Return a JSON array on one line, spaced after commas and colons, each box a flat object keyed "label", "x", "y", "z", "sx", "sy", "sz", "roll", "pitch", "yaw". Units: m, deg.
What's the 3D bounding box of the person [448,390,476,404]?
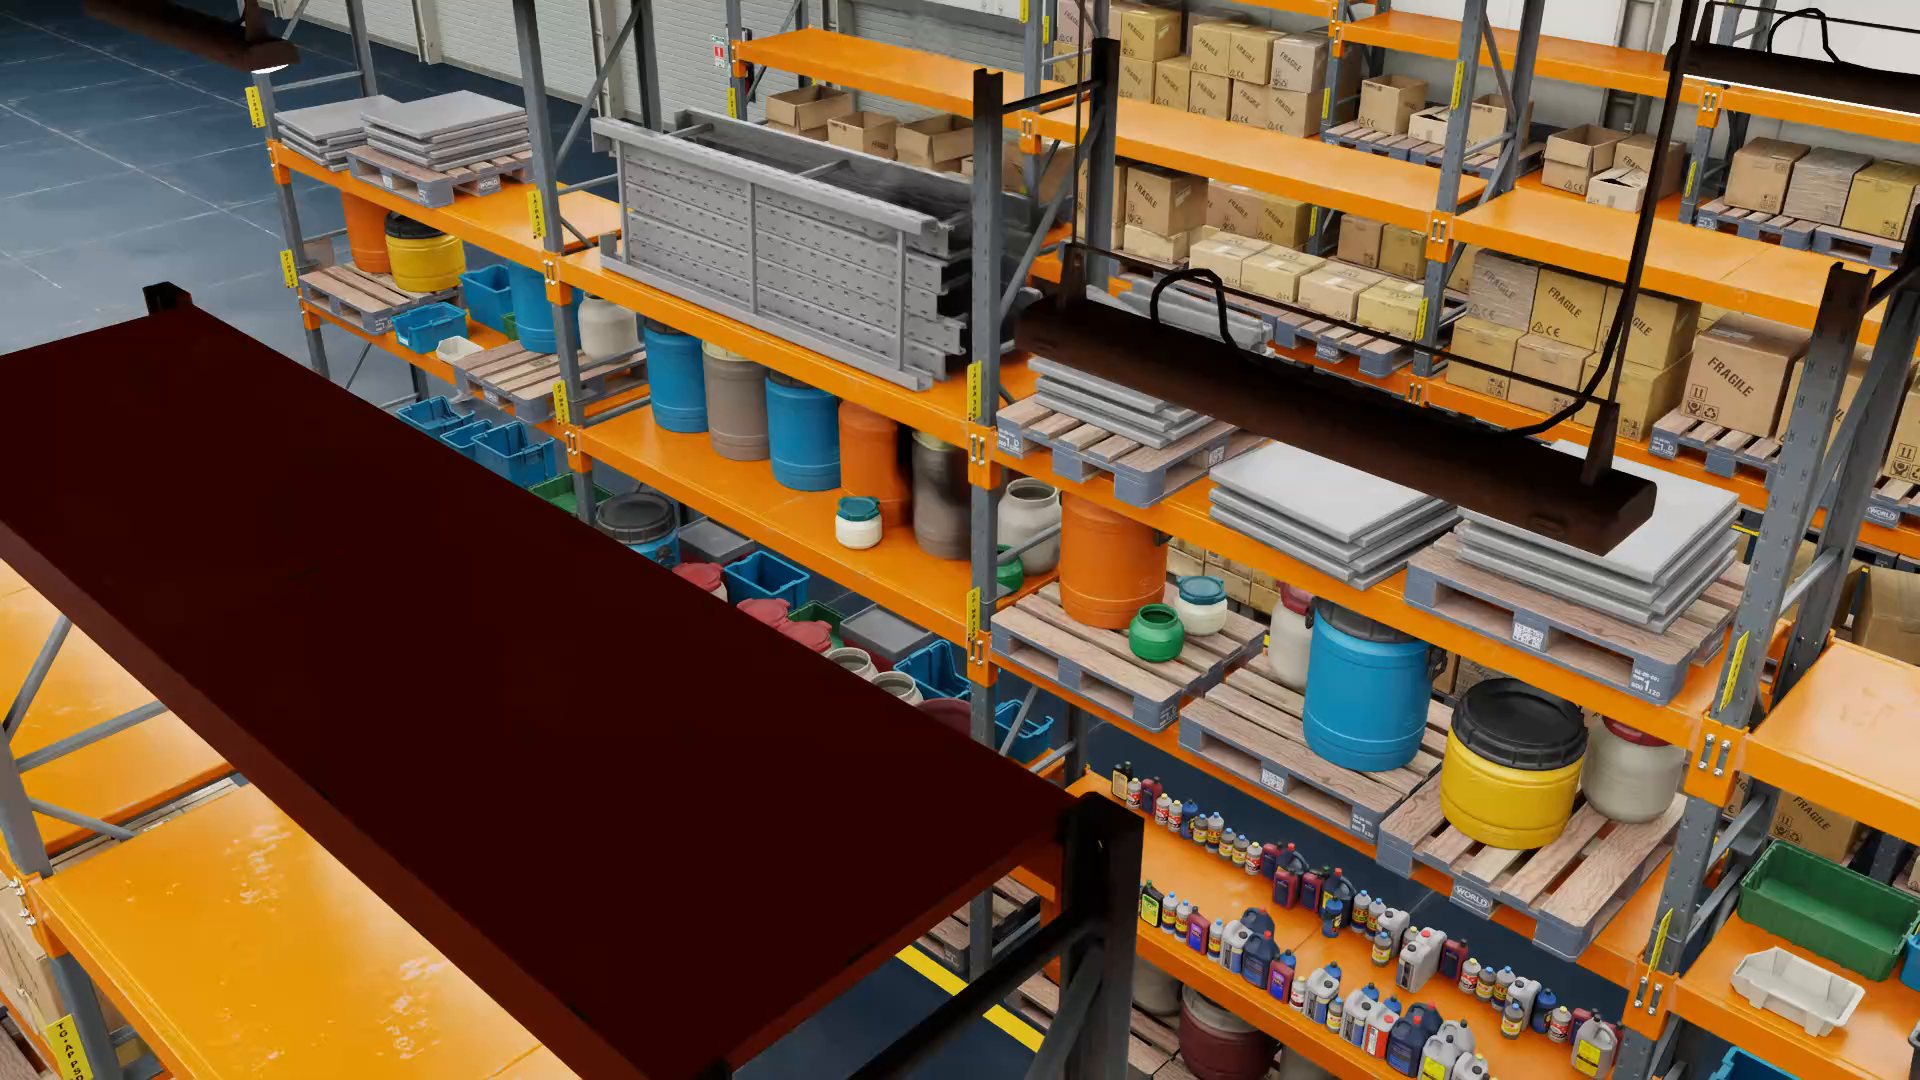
[{"label": "person", "x": -5.515, "y": -2.394, "z": 18.789, "sx": 0.799, "sy": 1.759, "sz": 0.682, "roll": -13, "pitch": 32, "yaw": -21}]
